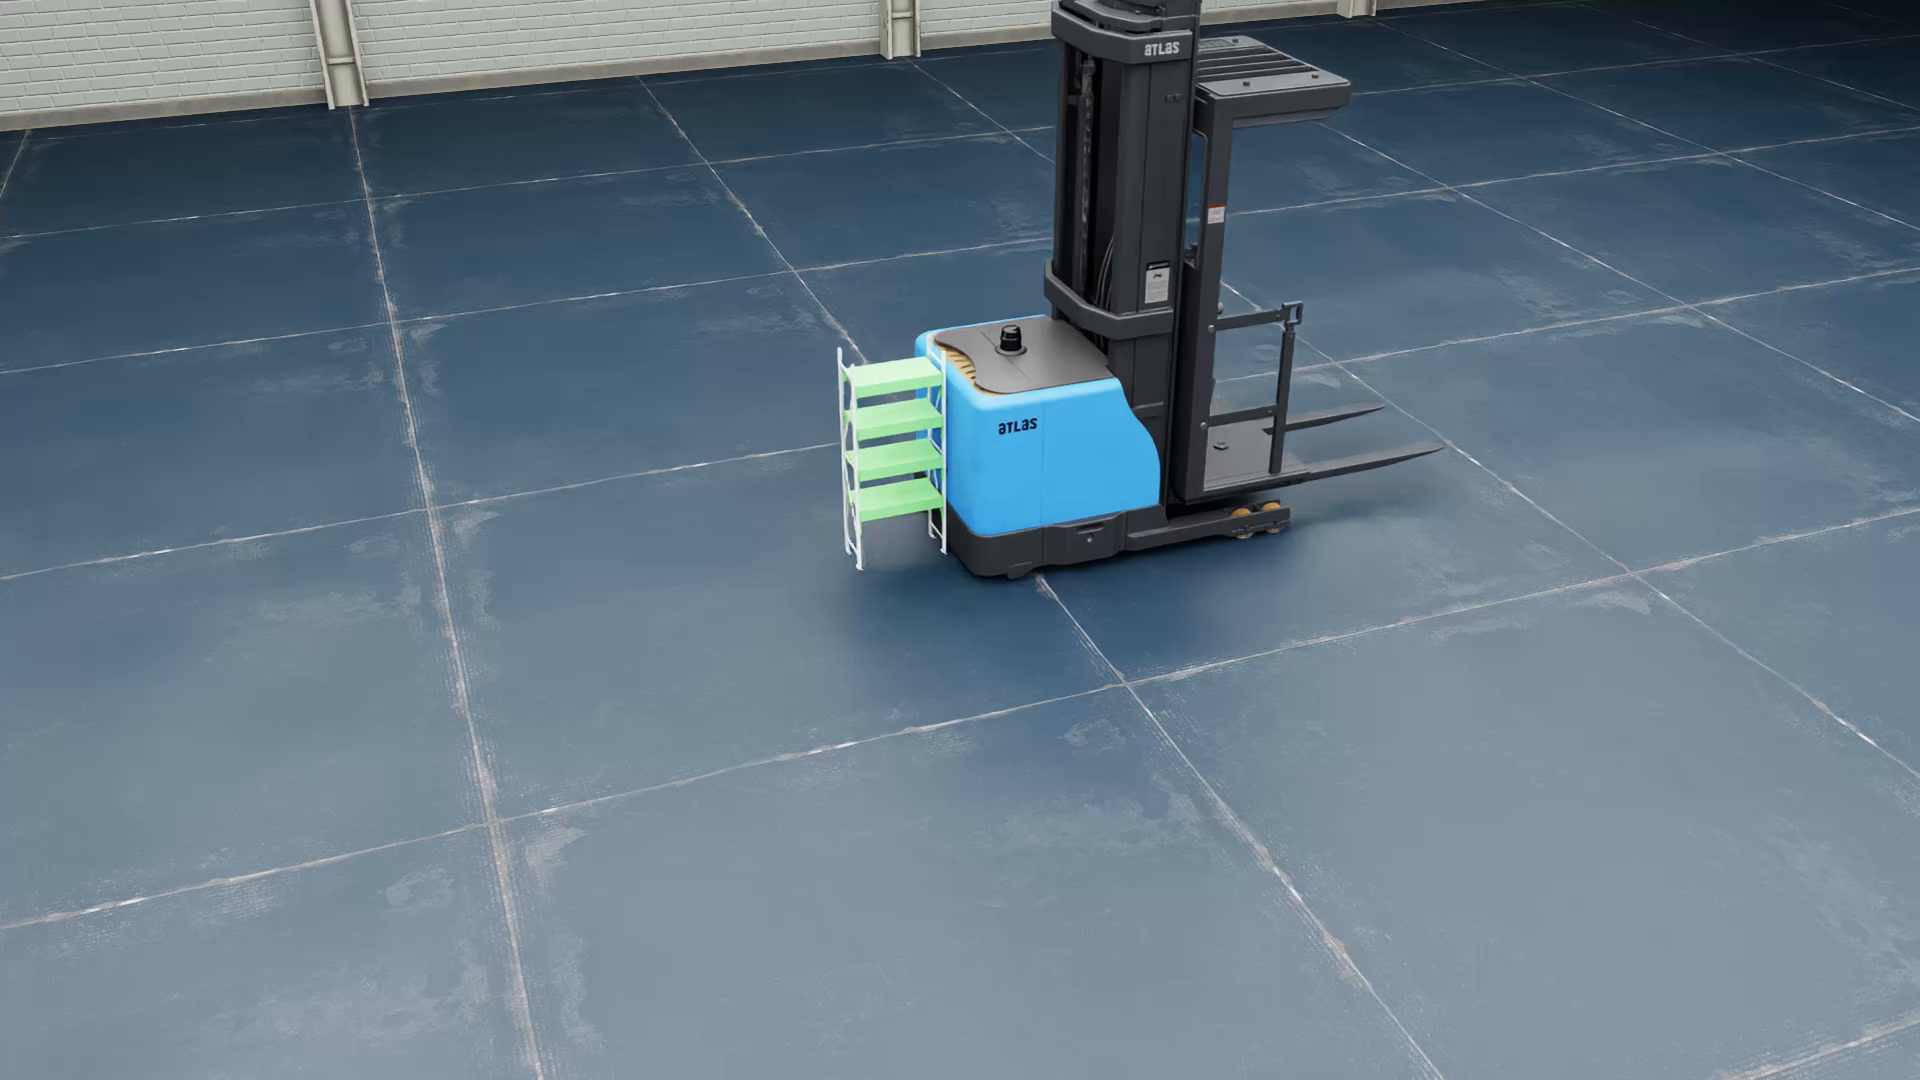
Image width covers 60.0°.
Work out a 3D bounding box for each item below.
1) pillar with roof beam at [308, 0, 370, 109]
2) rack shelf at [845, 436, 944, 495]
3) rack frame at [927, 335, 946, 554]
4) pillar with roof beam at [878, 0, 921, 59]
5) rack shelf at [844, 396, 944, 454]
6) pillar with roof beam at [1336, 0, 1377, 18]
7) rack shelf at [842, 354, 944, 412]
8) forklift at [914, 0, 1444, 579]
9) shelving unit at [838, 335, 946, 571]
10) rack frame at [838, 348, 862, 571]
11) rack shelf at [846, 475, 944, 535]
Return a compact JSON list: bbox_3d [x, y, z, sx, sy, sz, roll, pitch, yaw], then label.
[{"bbox_3d":[-4.805,-6.413,11.416,0.400,9.000,9.100,-10,31,-18],"label":"pillar with roof beam"},{"bbox_3d":[-0.353,-0.400,8.869,0.480,0.148,0.258,-11,31,-18],"label":"rack shelf"},{"bbox_3d":[-0.124,-0.499,8.913,0.015,1.200,0.240,-11,31,-18],"label":"rack frame"},{"bbox_3d":[0.819,-7.449,13.234,0.400,9.000,9.100,-10,31,-18],"label":"pillar with roof beam"},{"bbox_3d":[-0.353,-0.609,8.750,0.480,0.148,0.258,-11,31,-18],"label":"rack shelf"},{"bbox_3d":[6.442,-8.485,15.052,0.400,9.000,9.100,-10,31,-18],"label":"pillar with roof beam"},{"bbox_3d":[-0.353,-0.817,8.632,0.480,0.148,0.258,-11,31,-18],"label":"rack shelf"},{"bbox_3d":[1.311,-1.513,8.944,3.031,2.935,1.130,-11,31,-18],"label":"forklift"},{"bbox_3d":[-0.353,-0.456,8.838,0.503,1.200,0.258,-11,31,-18],"label":"shelving unit"},{"bbox_3d":[-0.581,-0.413,8.762,0.015,1.200,0.240,-11,31,-18],"label":"rack frame"},{"bbox_3d":[-0.353,-0.192,8.988,0.480,0.148,0.258,-11,31,-18],"label":"rack shelf"}]
